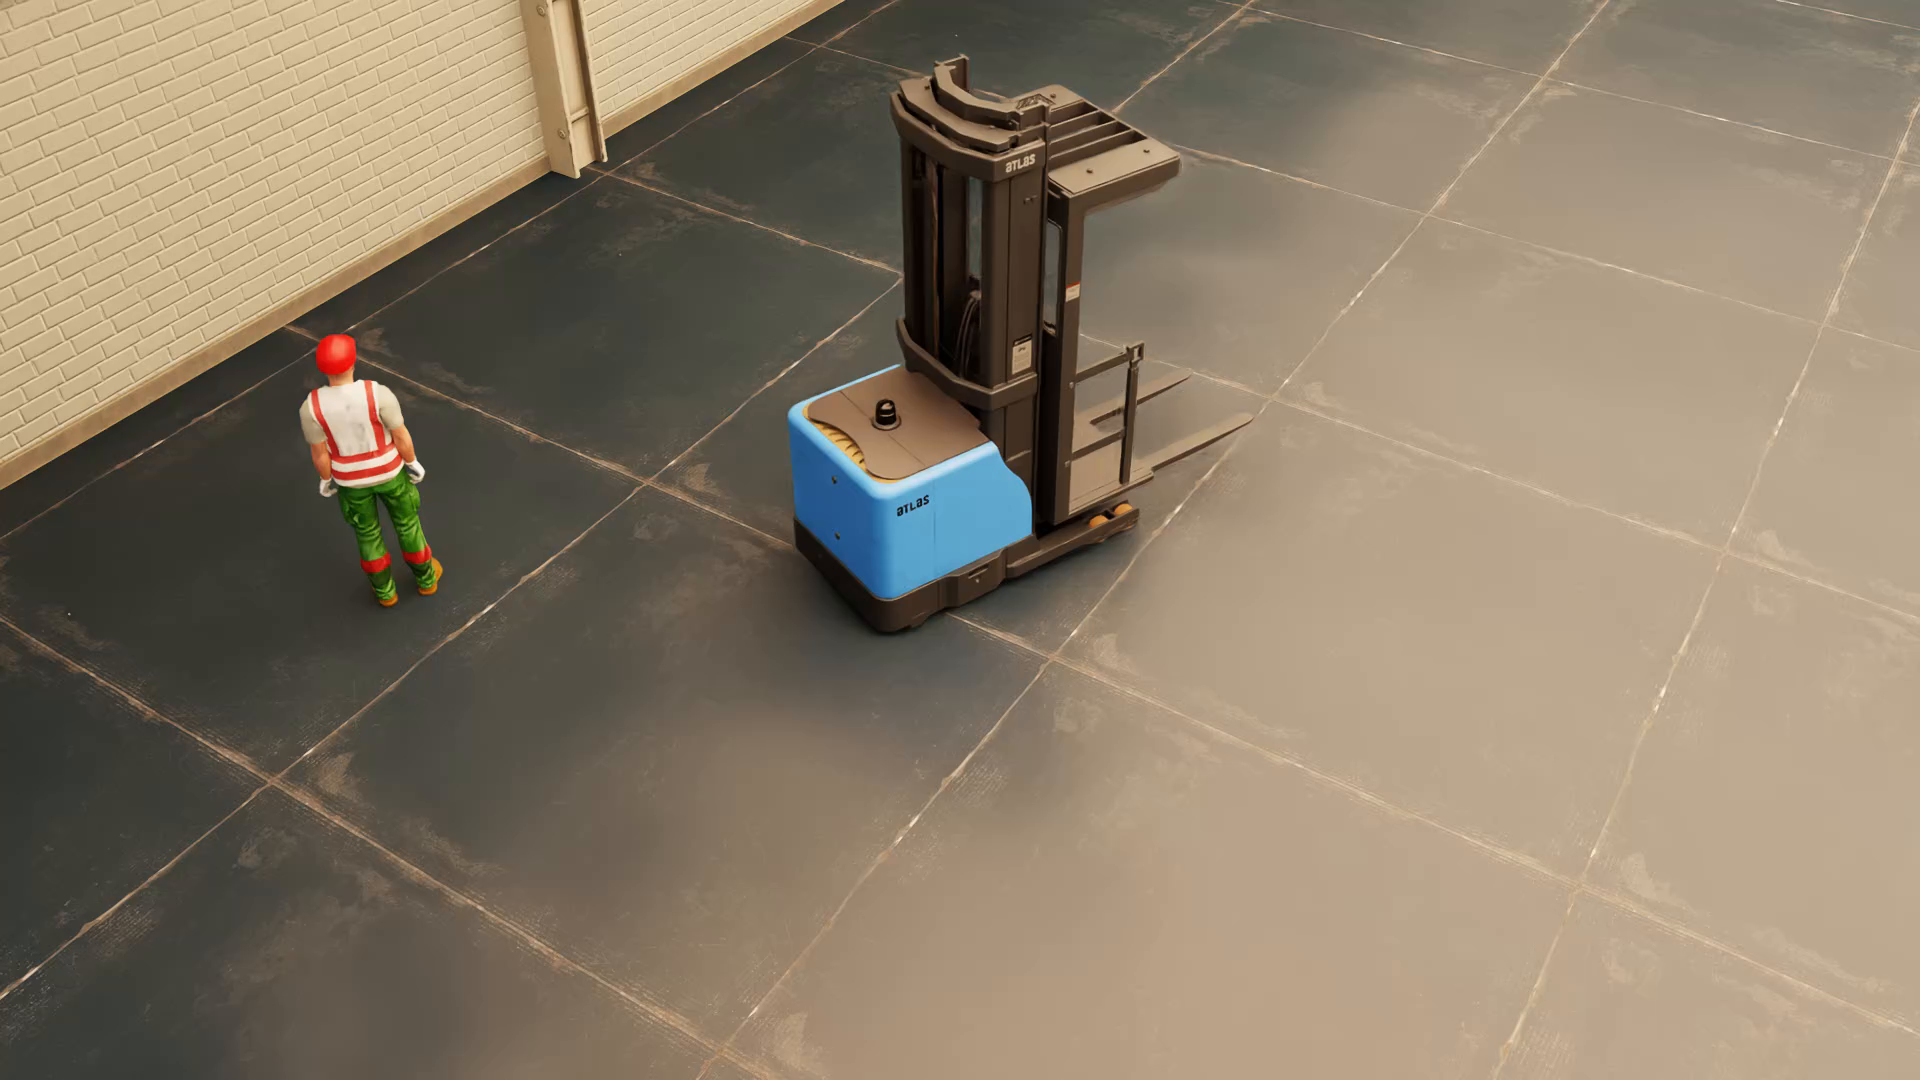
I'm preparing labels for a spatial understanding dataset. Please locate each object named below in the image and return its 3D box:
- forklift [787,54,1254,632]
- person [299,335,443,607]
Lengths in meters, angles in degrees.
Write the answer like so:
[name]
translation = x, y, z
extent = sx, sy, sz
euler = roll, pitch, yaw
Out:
[forklift]
translation = 0.493, -1.356, 9.567
extent = 3.031, 2.935, 1.130
euler = -25, 46, -26
[person]
translation = -3.307, -0.395, 9.316
extent = 0.570, 1.795, 0.359
euler = -12, 42, -13
